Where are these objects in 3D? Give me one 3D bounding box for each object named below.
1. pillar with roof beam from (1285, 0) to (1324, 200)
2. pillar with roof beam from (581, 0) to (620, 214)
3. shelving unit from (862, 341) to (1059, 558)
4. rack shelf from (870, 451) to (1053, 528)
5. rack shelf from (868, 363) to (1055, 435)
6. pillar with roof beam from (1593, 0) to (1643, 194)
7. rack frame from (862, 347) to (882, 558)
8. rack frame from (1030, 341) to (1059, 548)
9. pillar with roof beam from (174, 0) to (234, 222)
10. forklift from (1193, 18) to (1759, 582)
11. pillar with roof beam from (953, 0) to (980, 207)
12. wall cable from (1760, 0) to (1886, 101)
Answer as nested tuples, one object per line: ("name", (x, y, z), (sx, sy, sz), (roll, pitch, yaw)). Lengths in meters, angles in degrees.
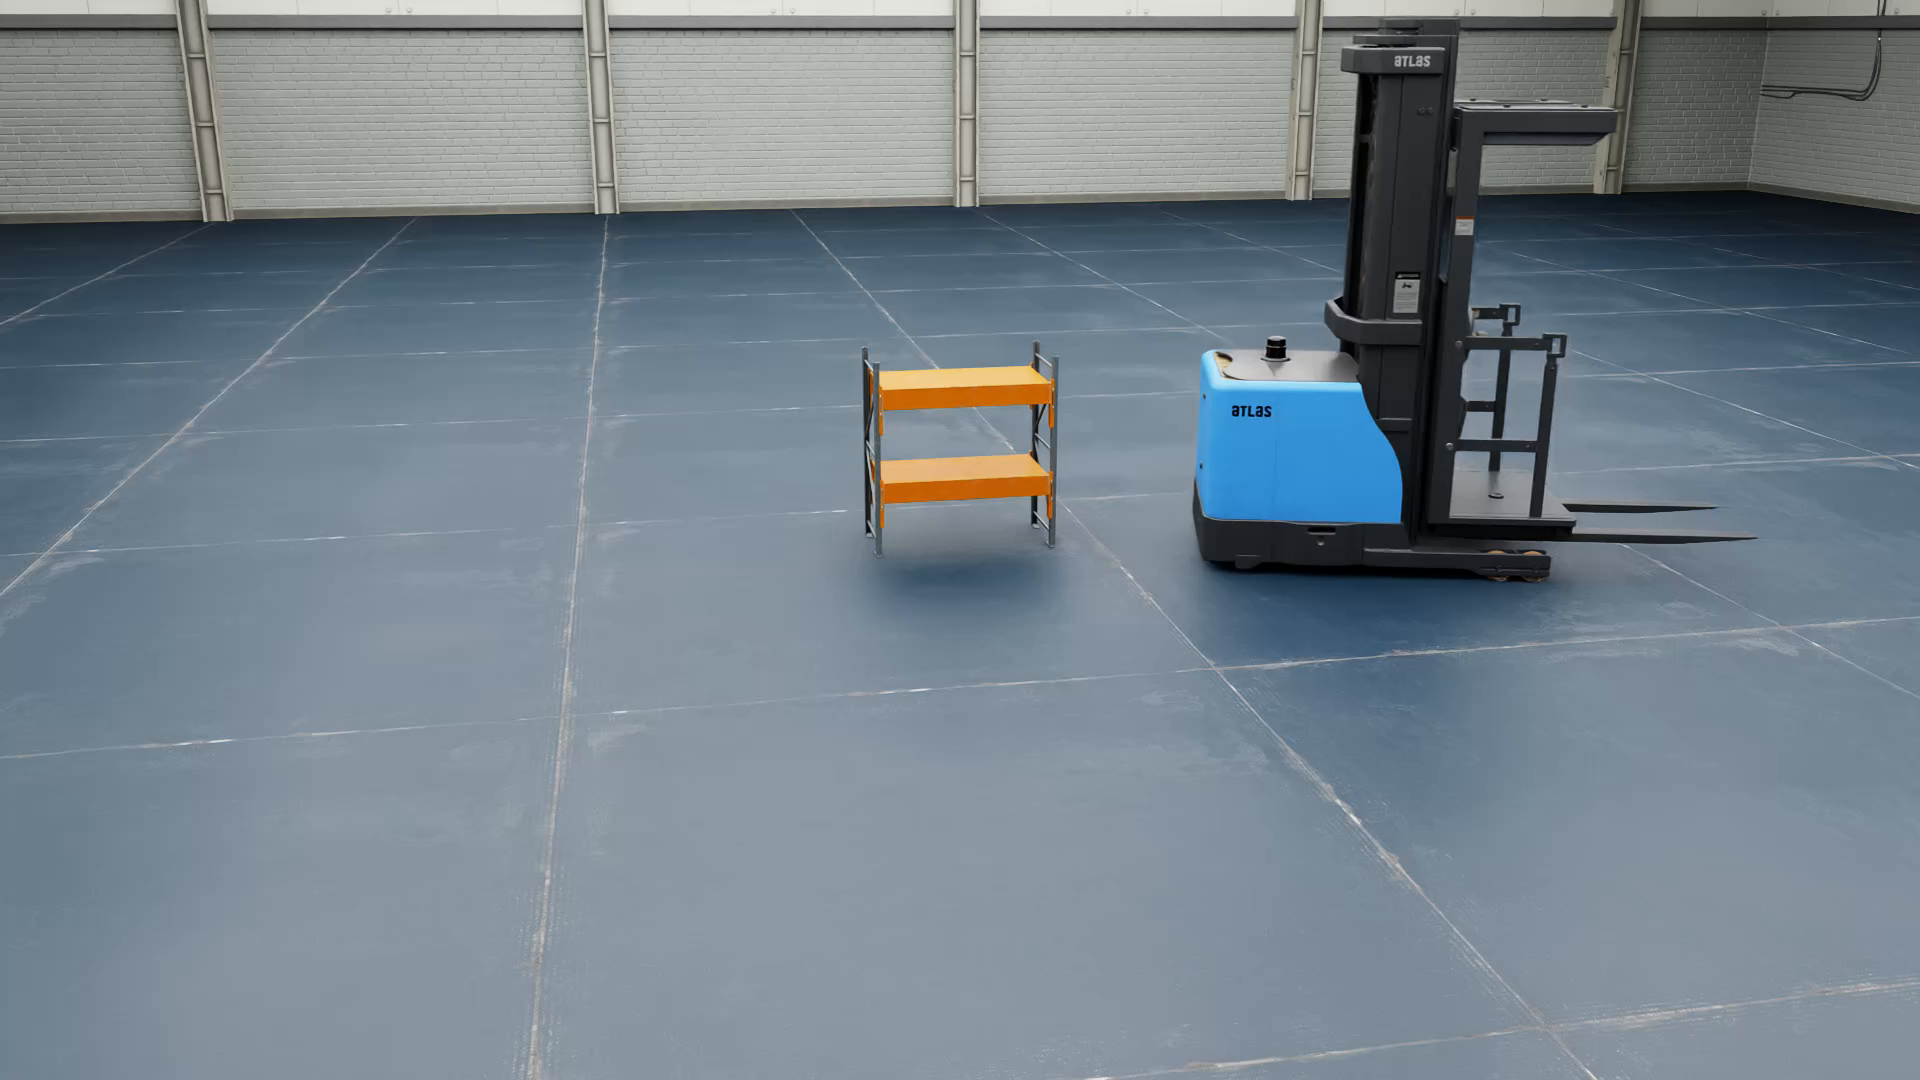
("pillar with roof beam", (6.811, -9.100, 24.114), (0.400, 9.000, 9.100), (-3, 17, -10))
("pillar with roof beam", (-4.972, -8.432, 21.938), (0.400, 9.000, 9.100), (-3, 17, -10))
("shelving unit", (-0.007, -0.537, 9.645), (1.048, 1.125, 0.538), (-3, 17, -10))
("rack shelf", (-0.007, -0.304, 9.717), (1.000, 0.278, 0.538), (-3, 17, -10))
("rack shelf", (-0.007, -0.817, 9.559), (1.000, 0.278, 0.538), (-3, 17, -10))
("pillar with roof beam", (12.702, -9.435, 25.202), (0.400, 9.000, 9.100), (-3, 17, -10))
("rack frame", (-0.506, -0.509, 9.553), (0.032, 1.125, 0.500), (-3, 17, -10))
("rack frame", (0.492, -0.566, 9.738), (0.032, 1.125, 0.500), (-3, 17, -10))
("pillar with roof beam", (-10.863, -8.098, 20.850), (0.400, 9.000, 9.100), (-3, 17, -10))
("forklift", (2.888, -1.334, 9.164), (3.031, 2.935, 1.130), (1, 17, 4))
("pillar with roof beam", (0.919, -8.766, 23.026), (0.400, 9.000, 9.100), (-3, 17, -10))
("wall cable", (15.028, -8.974, 28.992), (0.112, 2.526, 3.097), (-3, 17, -10))
